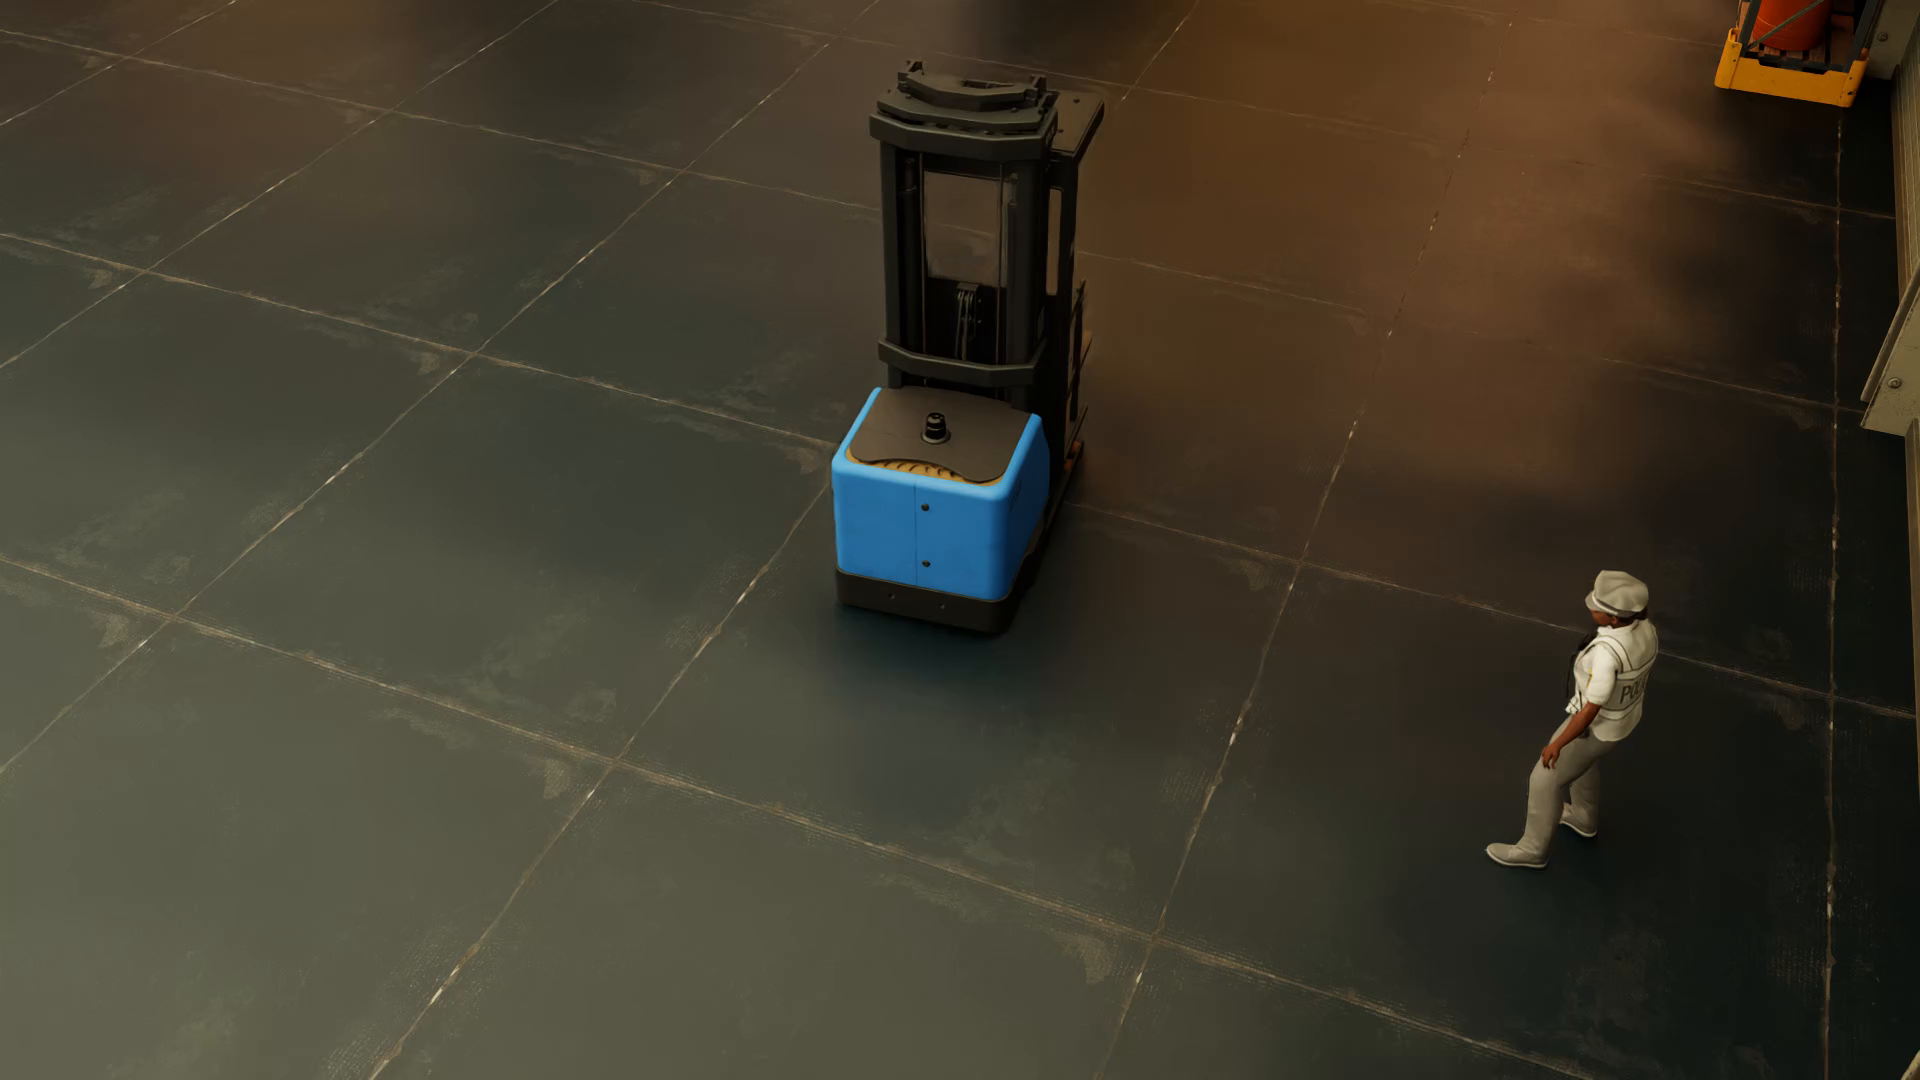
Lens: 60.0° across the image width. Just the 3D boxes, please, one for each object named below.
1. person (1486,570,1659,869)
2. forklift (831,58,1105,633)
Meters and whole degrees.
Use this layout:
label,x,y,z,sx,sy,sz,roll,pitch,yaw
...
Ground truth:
label,x,y,z,sx,sy,sz,roll,pitch,yaw
person,3.022,0.868,7.986,0.384,1.633,0.754,31,49,32
forklift,0.178,-1.546,9.853,1.130,2.935,3.031,11,41,12
